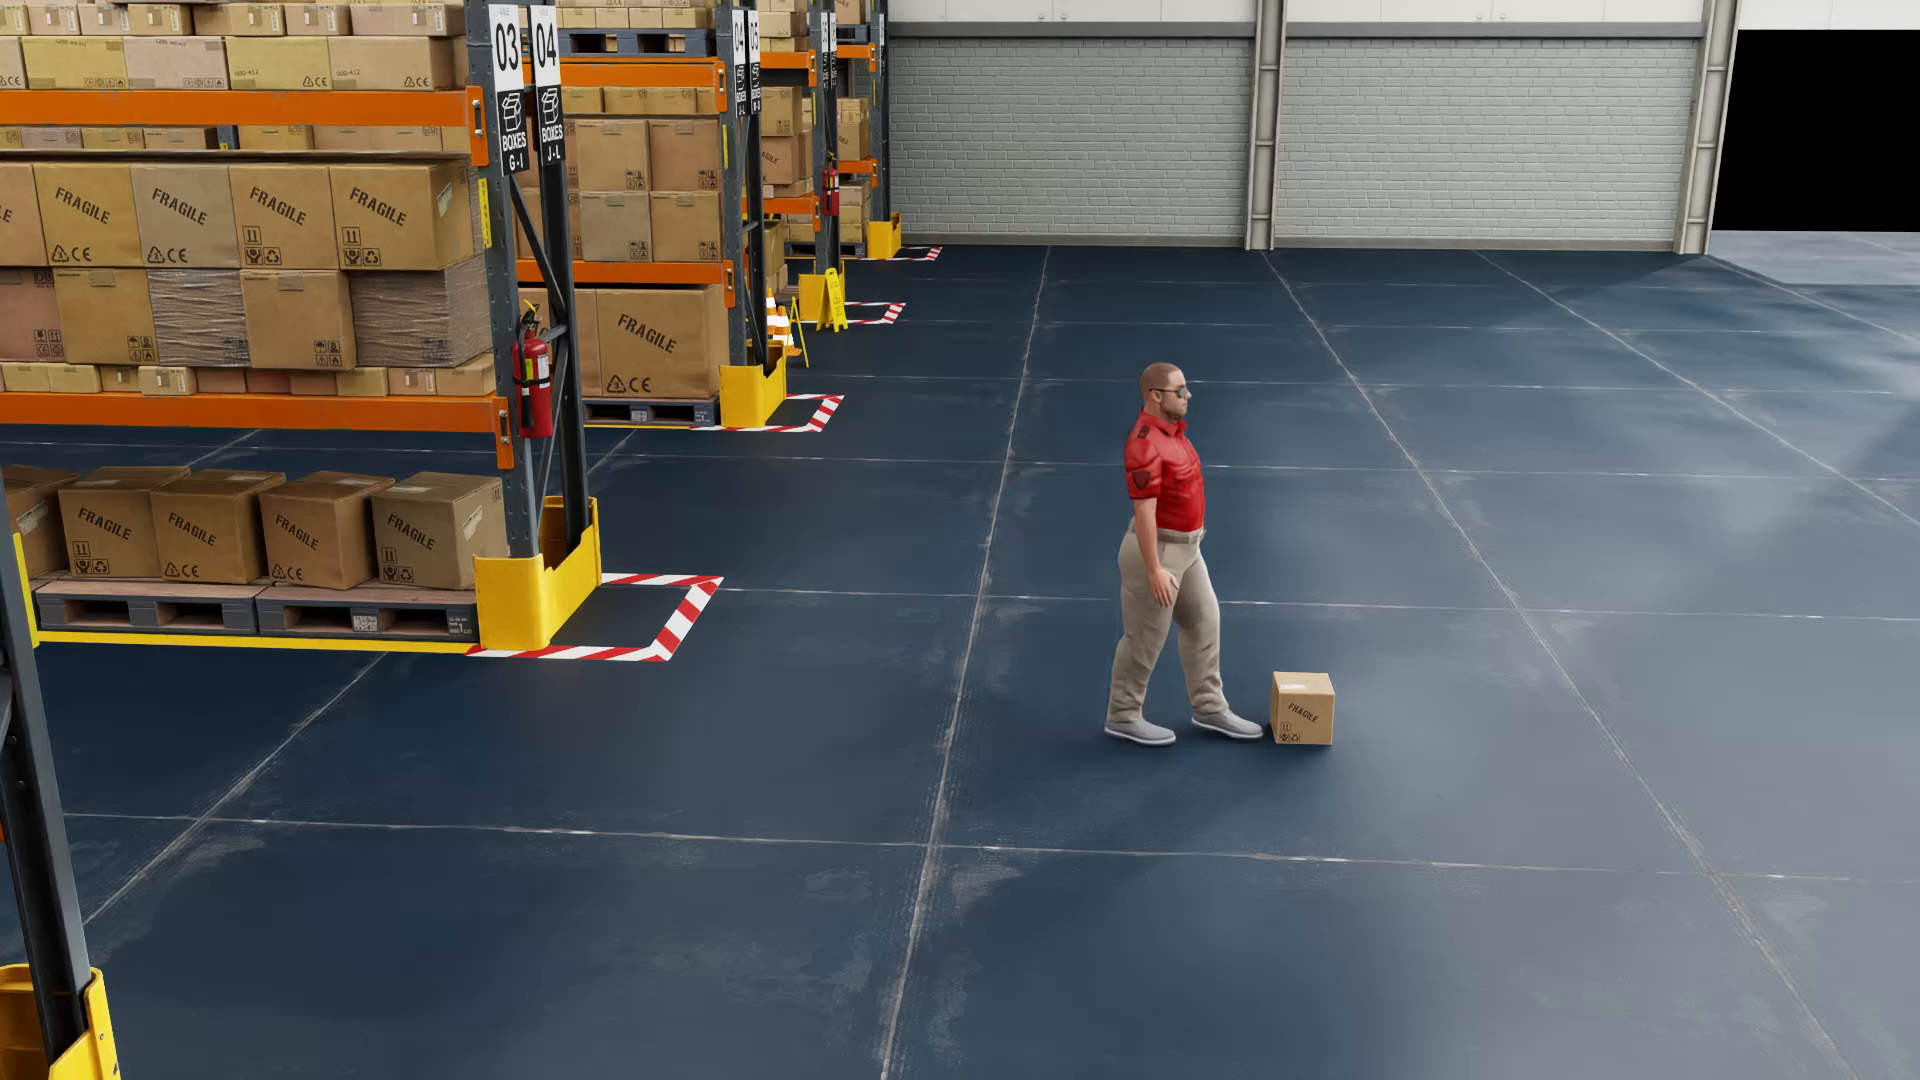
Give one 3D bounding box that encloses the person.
[{"bbox_3d":[1.001,0.085,7.279,0.679,1.720,0.548,7,19,22],"label":"person"}]
